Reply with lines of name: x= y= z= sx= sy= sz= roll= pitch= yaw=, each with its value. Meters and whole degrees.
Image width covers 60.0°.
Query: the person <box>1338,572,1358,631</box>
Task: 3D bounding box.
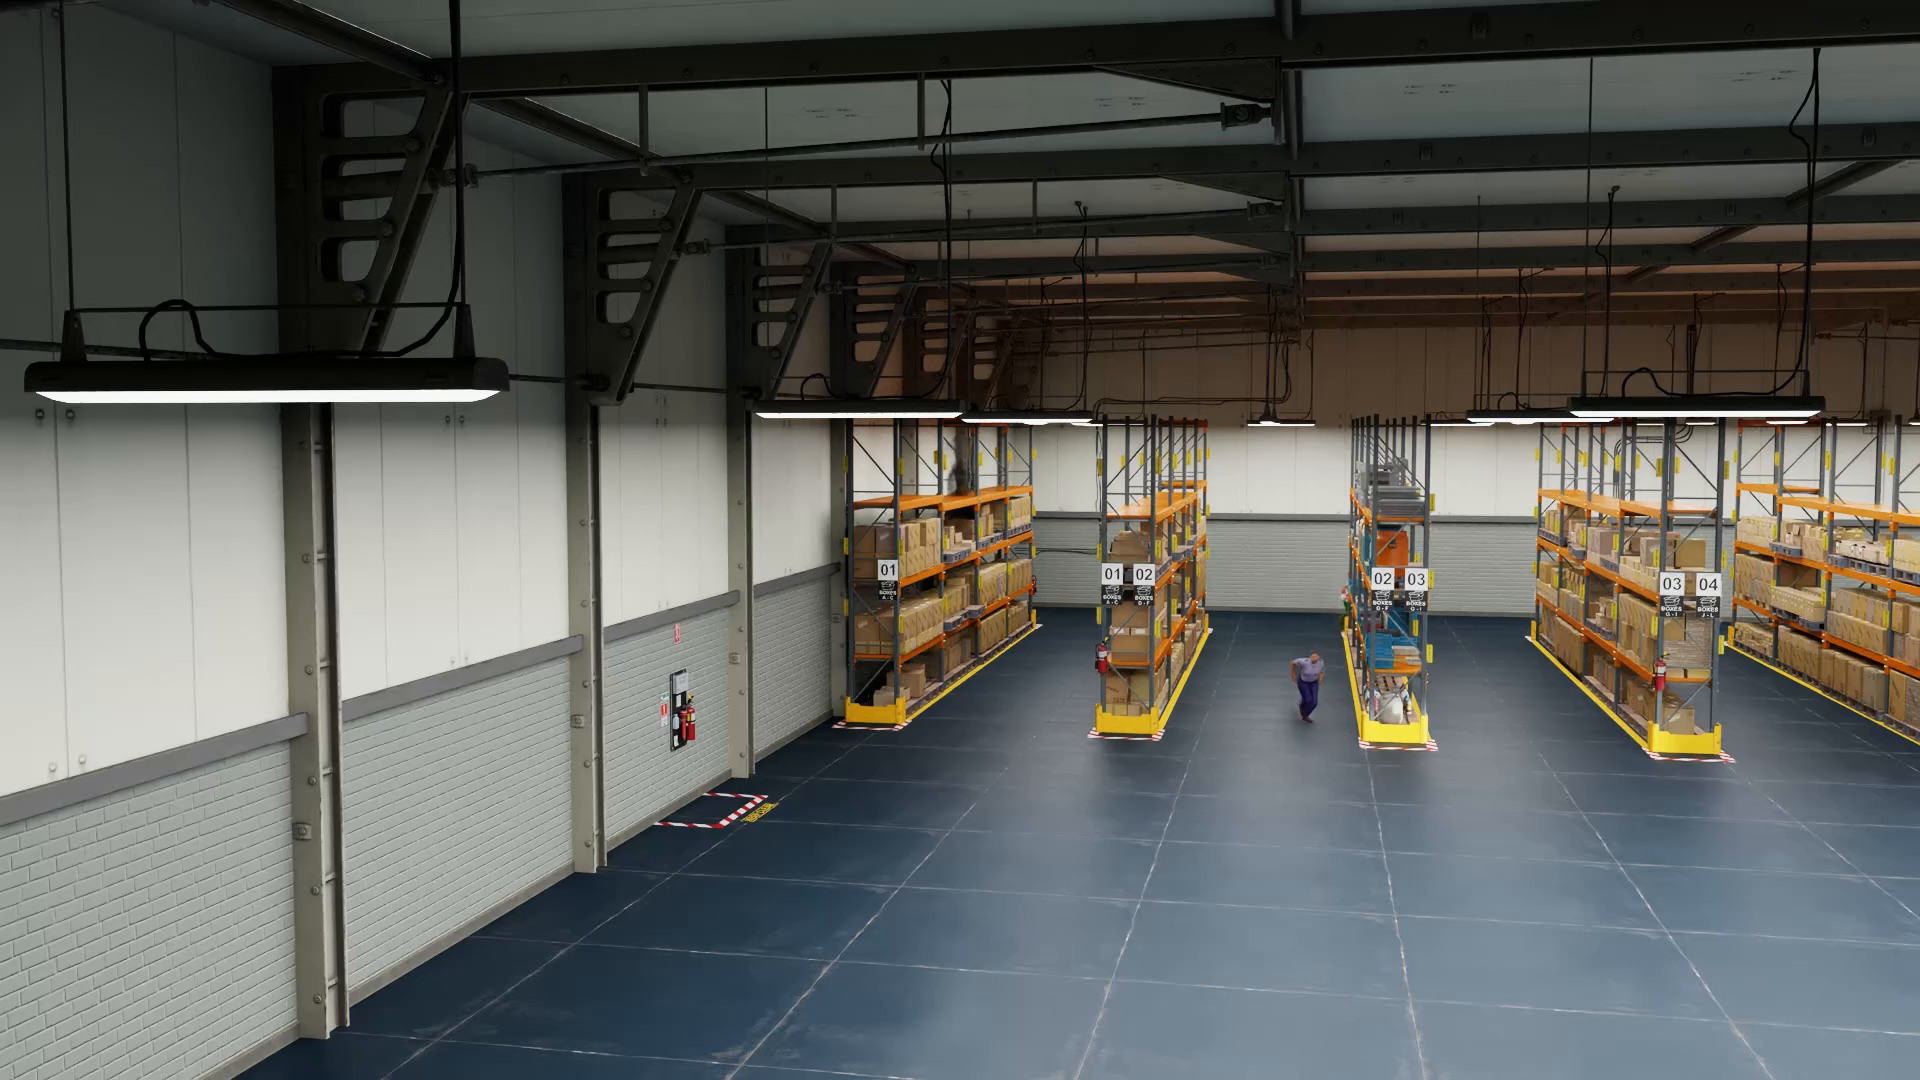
person: x=11.091 y=1.742 z=47.103 sx=0.721 sy=1.703 sz=0.648 roll=1 pitch=4 yaw=12

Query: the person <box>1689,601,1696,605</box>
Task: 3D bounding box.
person: x=19.647 y=1.907 z=44.834 sx=0.599 sy=1.666 sz=0.543 roll=3 pitch=5 yaw=35

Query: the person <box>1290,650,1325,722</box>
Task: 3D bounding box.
person: x=6.757 y=2.848 z=32.321 sx=0.634 sy=1.463 sz=0.790 roll=-1 pitch=4 yaw=-8
